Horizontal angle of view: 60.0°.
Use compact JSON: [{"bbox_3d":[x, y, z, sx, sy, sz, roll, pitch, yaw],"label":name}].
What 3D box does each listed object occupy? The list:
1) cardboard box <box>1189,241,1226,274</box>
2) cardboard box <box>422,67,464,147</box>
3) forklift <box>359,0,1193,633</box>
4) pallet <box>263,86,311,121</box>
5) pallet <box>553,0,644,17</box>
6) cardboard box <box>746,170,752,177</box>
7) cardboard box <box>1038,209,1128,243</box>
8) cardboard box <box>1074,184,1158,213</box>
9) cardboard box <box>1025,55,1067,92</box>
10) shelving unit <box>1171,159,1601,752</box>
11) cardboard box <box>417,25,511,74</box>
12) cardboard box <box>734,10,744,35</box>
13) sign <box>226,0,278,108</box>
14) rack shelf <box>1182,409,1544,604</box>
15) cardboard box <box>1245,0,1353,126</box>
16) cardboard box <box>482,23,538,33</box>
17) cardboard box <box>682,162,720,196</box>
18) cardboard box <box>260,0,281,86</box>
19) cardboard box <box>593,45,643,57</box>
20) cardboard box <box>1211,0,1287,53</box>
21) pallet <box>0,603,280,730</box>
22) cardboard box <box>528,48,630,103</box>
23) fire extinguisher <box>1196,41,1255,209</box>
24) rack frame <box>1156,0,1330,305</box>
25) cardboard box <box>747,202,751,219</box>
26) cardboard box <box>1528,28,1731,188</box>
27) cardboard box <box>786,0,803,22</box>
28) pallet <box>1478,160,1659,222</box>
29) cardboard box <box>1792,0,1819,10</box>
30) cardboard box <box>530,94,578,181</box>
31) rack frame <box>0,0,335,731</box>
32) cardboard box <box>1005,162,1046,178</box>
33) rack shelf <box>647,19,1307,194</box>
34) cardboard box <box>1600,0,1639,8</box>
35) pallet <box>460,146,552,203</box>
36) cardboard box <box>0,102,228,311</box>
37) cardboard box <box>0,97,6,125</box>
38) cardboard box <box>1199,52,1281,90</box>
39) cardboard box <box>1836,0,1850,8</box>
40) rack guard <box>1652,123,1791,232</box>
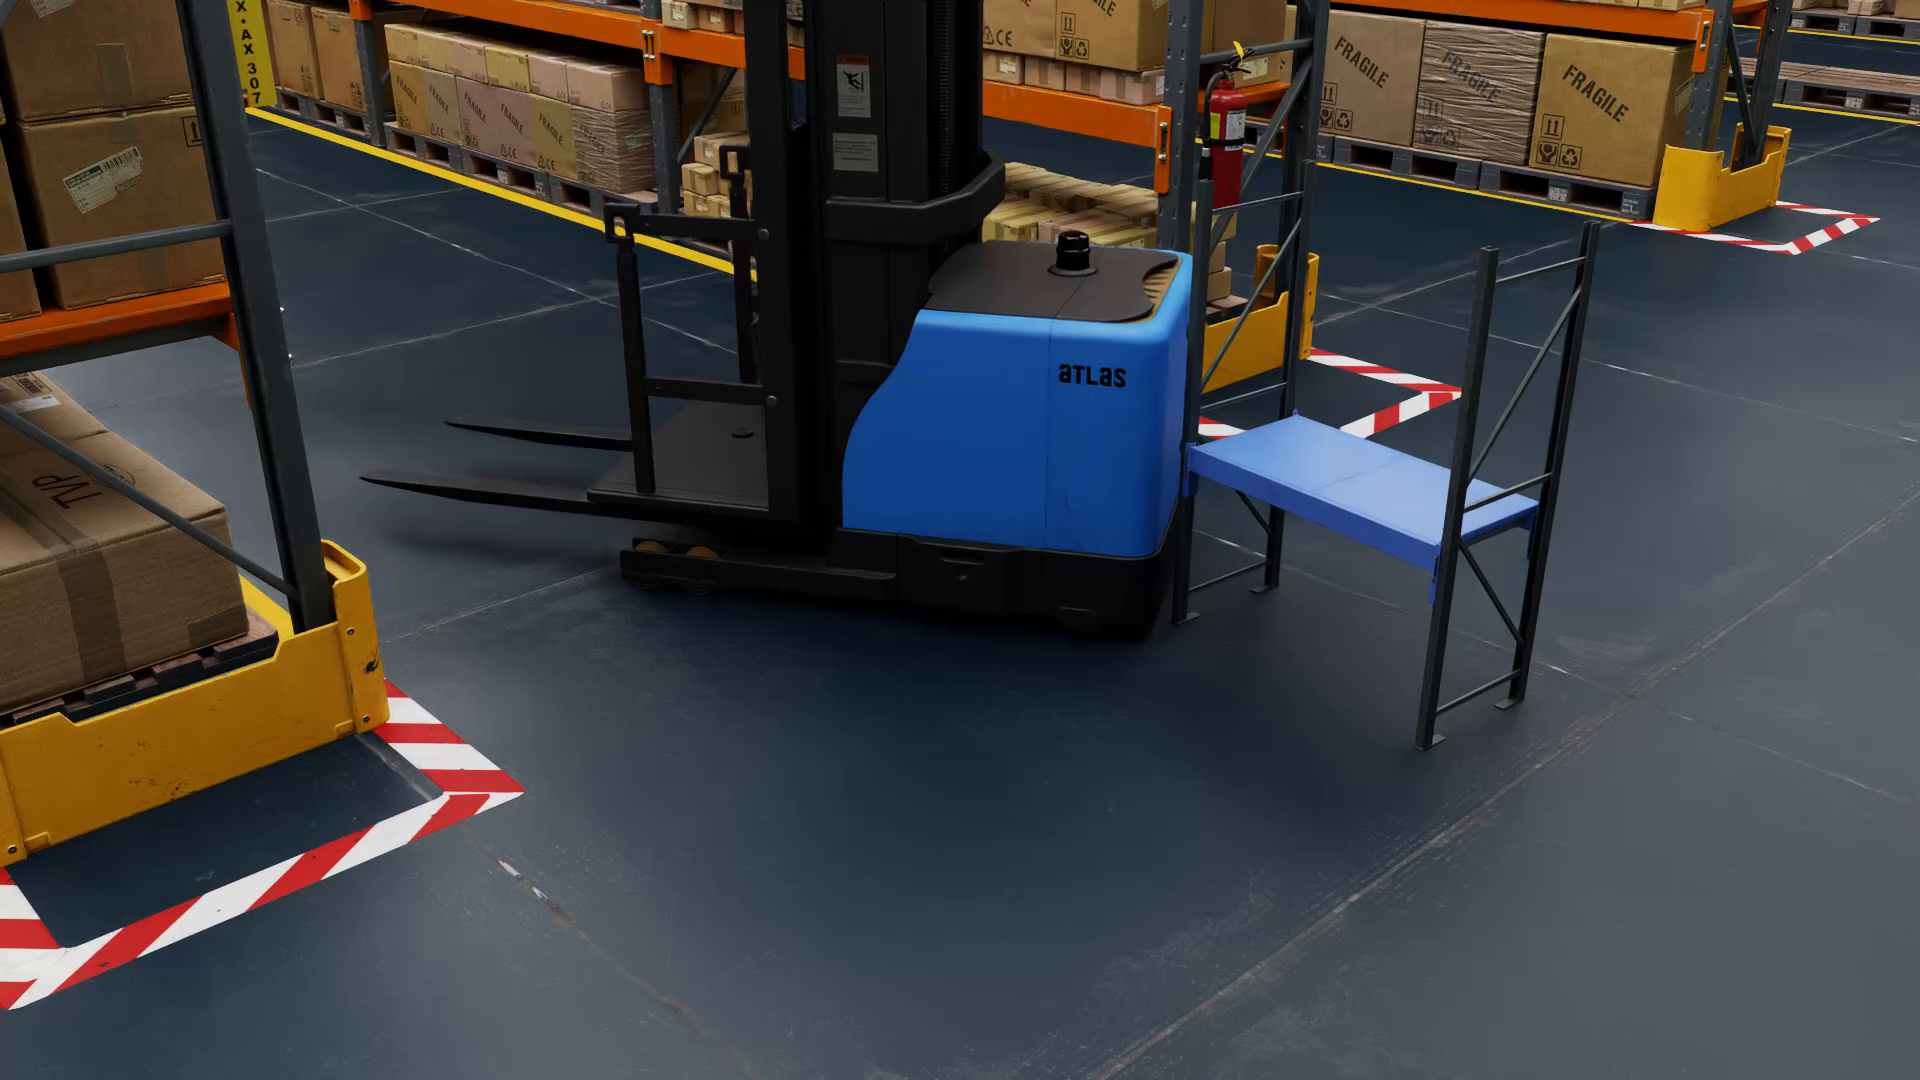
[{"bbox_3d":[1.105,-1.408,8.293,0.380,0.149,0.250,-20,31,-36],"label":"cardboard box"},{"bbox_3d":[-3.549,-3.187,12.127,0.500,0.500,0.500,-21,32,-38],"label":"cardboard box"},{"bbox_3d":[-0.705,-1.344,5.665,3.031,2.935,1.130,6,25,13],"label":"forklift"},{"bbox_3d":[-5.506,-3.932,14.615,1.003,0.211,1.213,-21,32,-38],"label":"pallet"},{"bbox_3d":[-1.875,-3.545,10.637,1.003,0.211,1.213,-21,32,-38],"label":"pallet"},{"bbox_3d":[-1.020,-2.198,9.666,0.380,0.149,0.250,-22,32,-39],"label":"cardboard box"},{"bbox_3d":[0.599,-1.493,8.121,0.380,0.149,0.250,-20,32,-37],"label":"cardboard box"},{"bbox_3d":[0.810,-1.729,8.639,0.380,0.149,0.250,-21,32,-39],"label":"cardboard box"},{"bbox_3d":[0.521,-2.209,7.782,0.380,0.149,0.250,-22,32,-39],"label":"cardboard box"},{"bbox_3d":[1.234,-0.294,5.087,0.538,1.500,1.048,-18,30,-34],"label":"shelving unit"},{"bbox_3d":[-3.551,-3.535,11.987,0.500,0.250,0.500,-22,32,-39],"label":"cardboard box"},{"bbox_3d":[-1.052,-2.943,9.390,0.250,0.149,0.380,22,33,39],"label":"cardboard box"},{"bbox_3d":[-1.860,-1.298,4.343,0.100,0.325,0.005,-21,32,-38],"label":"sign"},{"bbox_3d":[1.234,-0.130,5.162,0.538,0.185,1.000,-18,30,-34],"label":"rack shelf"},{"bbox_3d":[2.624,-3.737,12.882,0.875,0.875,0.875,-21,32,-38],"label":"cardboard box"},{"bbox_3d":[-3.181,-3.683,12.312,0.500,0.250,0.500,-21,32,-38],"label":"cardboard box"},{"bbox_3d":[-1.444,-2.188,10.002,0.380,0.149,0.250,-19,31,-36],"label":"cardboard box"},{"bbox_3d":[-5.780,-4.495,14.693,1.050,0.750,0.750,-21,32,-38],"label":"cardboard box"},{"bbox_3d":[-2.136,-3.214,11.283,0.500,0.250,0.500,-20,31,-37],"label":"cardboard box"},{"bbox_3d":[1.170,-2.543,7.730,0.500,0.500,0.500,-19,31,-36],"label":"cardboard box"},{"bbox_3d":[-2.872,0.336,5.259,1.003,0.211,1.213,-21,32,-38],"label":"pallet"},{"bbox_3d":[-2.494,-3.068,10.963,0.500,0.250,0.500,-19,31,-36],"label":"cardboard box"},{"bbox_3d":[1.111,-1.735,6.982,0.296,0.674,0.183,-21,32,-38],"label":"fire extinguisher"},{"bbox_3d":[1.275,-2.147,7.343,1.000,3.000,0.127,-21,32,-38],"label":"rack frame"},{"bbox_3d":[-1.054,-1.911,9.753,0.380,0.149,0.250,-21,32,-39],"label":"cardboard box"},{"bbox_3d":[4.469,-2.919,11.089,0.875,0.875,0.875,-21,32,-38],"label":"cardboard box"},{"bbox_3d":[-0.643,-3.008,8.750,0.500,0.500,0.500,-22,33,-39],"label":"cardboard box"},{"bbox_3d":[4.361,-2.475,11.421,1.003,0.211,1.213,-21,32,-38],"label":"pallet"},{"bbox_3d":[9.594,-6.333,19.228,0.500,0.311,0.500,-21,32,-38],"label":"cardboard box"},{"bbox_3d":[-2.499,-2.721,11.107,0.500,0.500,0.500,-22,33,-40],"label":"cardboard box"},{"bbox_3d":[-2.269,-0.712,4.198,1.000,3.000,0.127,-21,32,-38],"label":"rack frame"},{"bbox_3d":[0.251,-1.960,9.145,0.380,0.149,0.250,-21,32,-38],"label":"cardboard box"},{"bbox_3d":[-0.092,-2.426,8.821,1.077,0.370,4.000,-21,32,-38],"label":"rack shelf"},{"bbox_3d":[4.302,-3.502,10.616,0.380,0.149,0.250,-21,32,-38],"label":"cardboard box"},{"bbox_3d":[-2.830,-2.696,11.905,1.003,0.211,1.213,-21,32,-38],"label":"pallet"},{"bbox_3d":[-2.387,-0.985,4.674,0.500,0.500,0.500,-22,32,-39],"label":"cardboard box"},{"bbox_3d":[-2.772,-1.291,4.142,0.500,0.500,0.500,-20,31,-37],"label":"cardboard box"},{"bbox_3d":[1.293,-2.224,7.814,0.380,0.149,0.250,-22,32,-39],"label":"cardboard box"},{"bbox_3d":[10.361,-6.259,19.261,0.380,0.149,0.250,-21,32,-38],"label":"cardboard box"},{"bbox_3d":[4.982,-2.379,10.863,1.175,0.500,0.348,-21,32,-38],"label":"rack guard"}]
